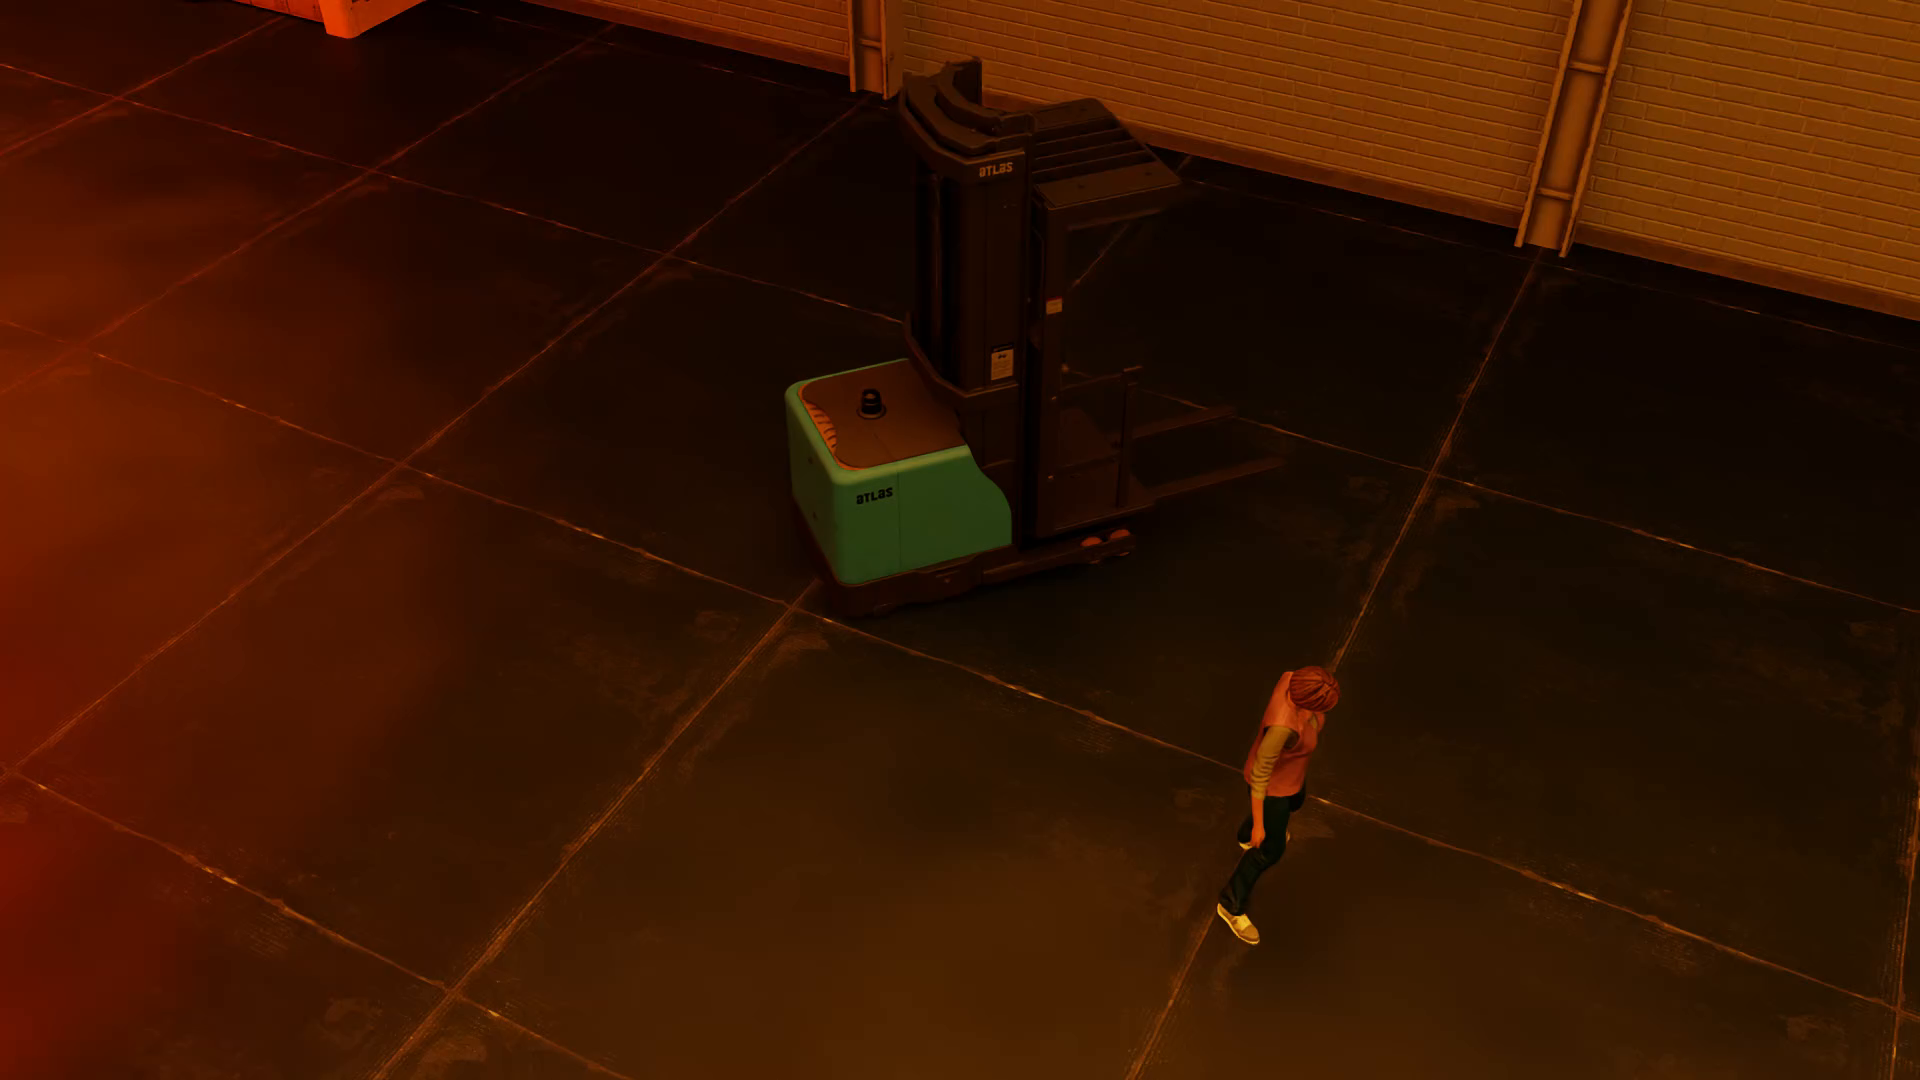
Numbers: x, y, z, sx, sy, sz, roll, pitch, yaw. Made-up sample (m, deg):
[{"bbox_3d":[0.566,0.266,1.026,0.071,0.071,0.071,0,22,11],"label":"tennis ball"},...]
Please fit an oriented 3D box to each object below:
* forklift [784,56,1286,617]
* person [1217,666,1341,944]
[{"bbox_3d":[0.532,-1.276,9.501,3.031,2.935,1.130,-15,42,-17],"label":"forklift"},{"bbox_3d":[1.506,1.121,7.764,0.370,1.545,0.788,14,42,16],"label":"person"}]
